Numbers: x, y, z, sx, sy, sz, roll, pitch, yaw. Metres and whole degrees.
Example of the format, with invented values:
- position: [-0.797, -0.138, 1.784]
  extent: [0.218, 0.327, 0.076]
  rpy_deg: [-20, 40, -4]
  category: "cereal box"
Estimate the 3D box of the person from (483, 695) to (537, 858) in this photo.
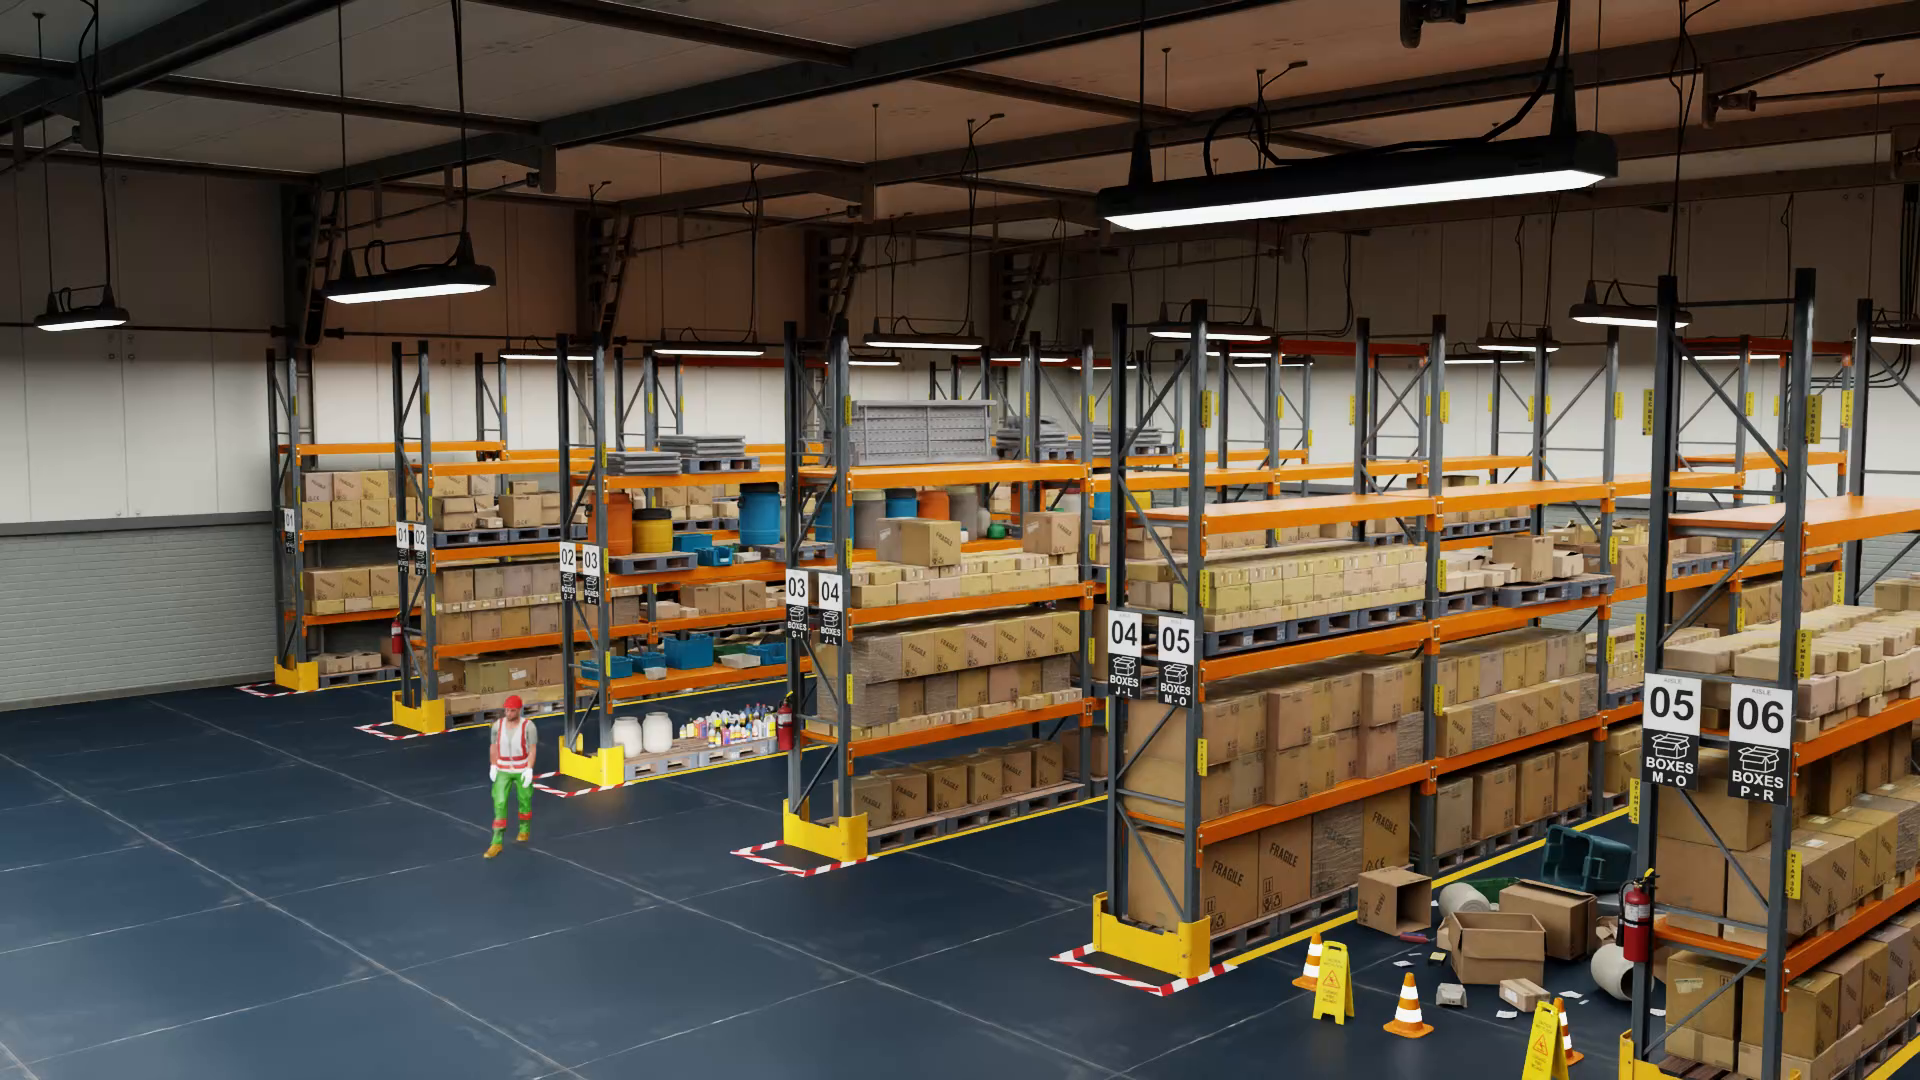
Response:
- position: [-5.091, 2.639, 18.918]
  extent: [0.564, 1.759, 0.881]
  rpy_deg: [-1, 5, -6]
  category: "person"

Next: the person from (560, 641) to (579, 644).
- position: [-7.137, 1.733, 30.515]
  extent: [0.509, 1.640, 0.746]
  rpy_deg: [2, 5, 23]
  category: "person"
